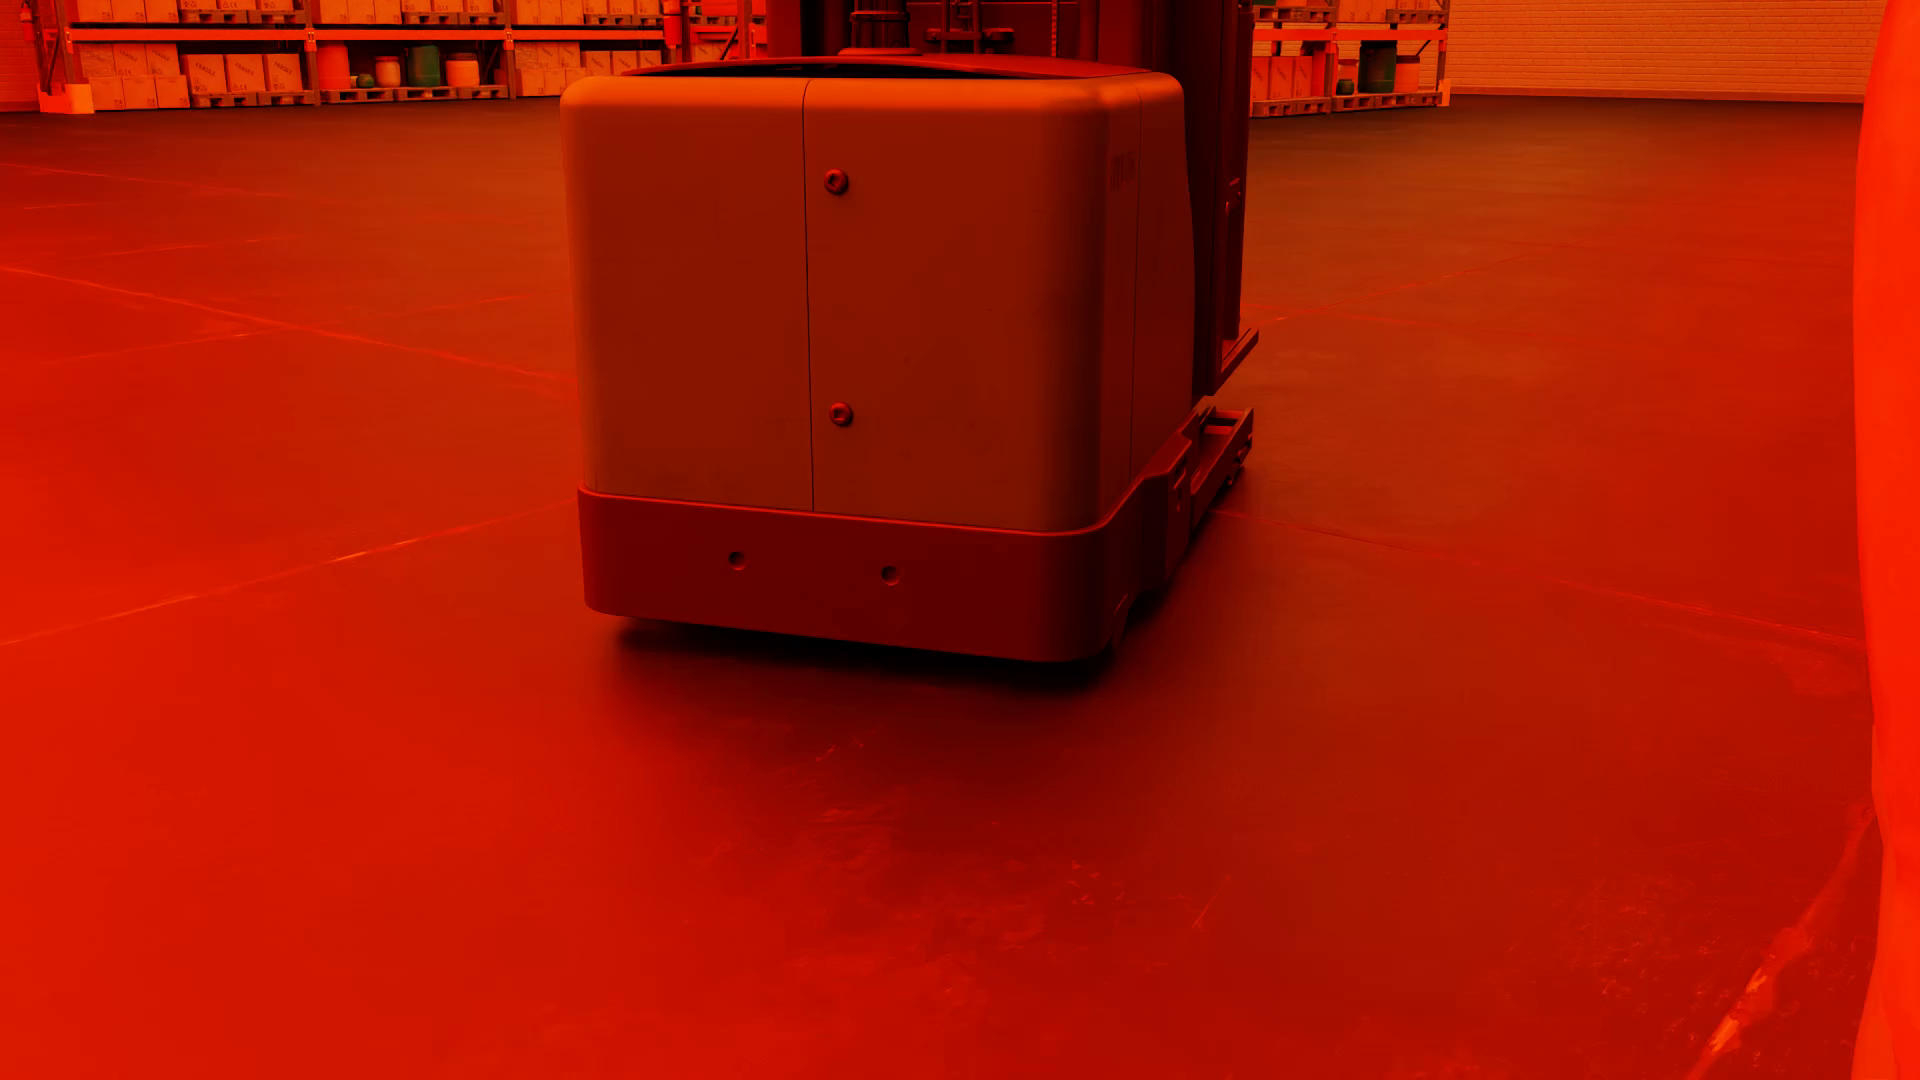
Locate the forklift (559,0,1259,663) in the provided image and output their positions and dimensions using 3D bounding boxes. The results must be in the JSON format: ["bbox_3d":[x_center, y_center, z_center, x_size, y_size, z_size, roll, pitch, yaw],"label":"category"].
[{"bbox_3d":[0.182,-1.571,4.072,1.130,2.935,3.031,5,18,17],"label":"forklift"}]
